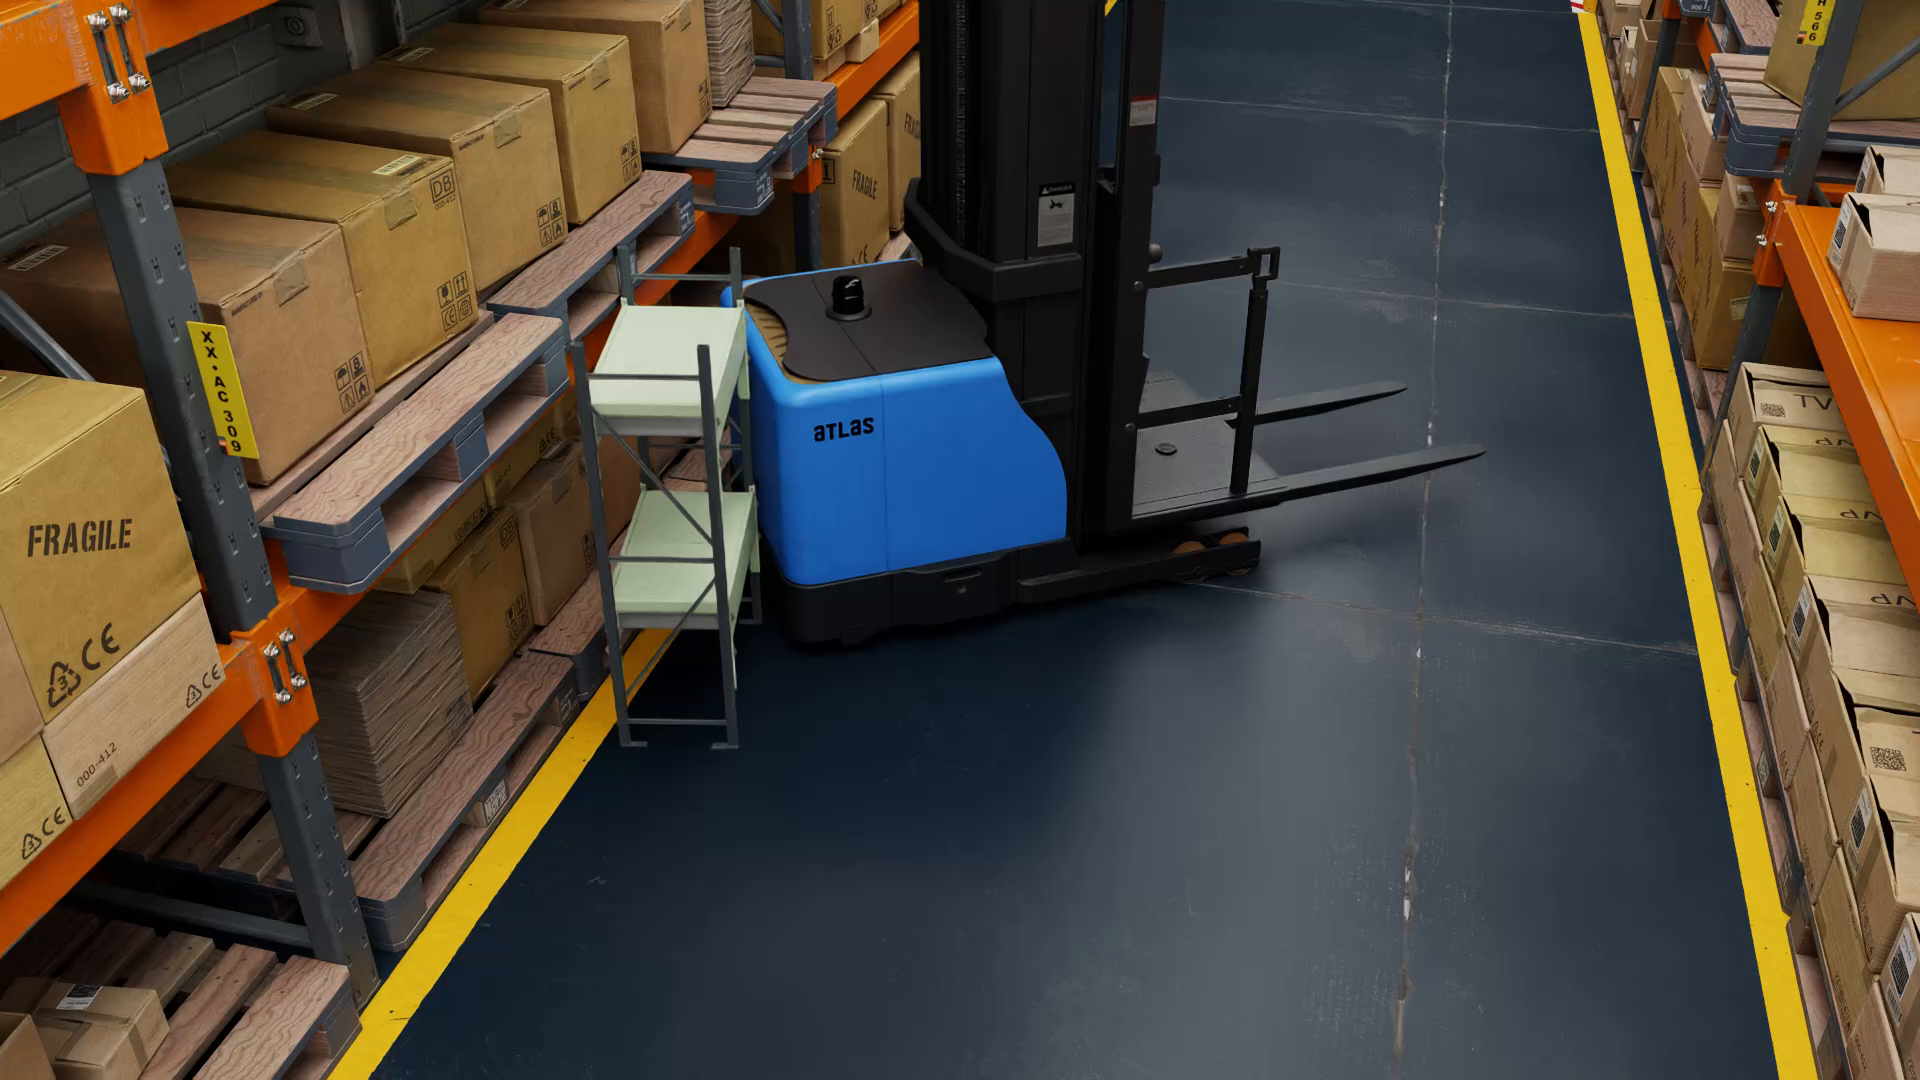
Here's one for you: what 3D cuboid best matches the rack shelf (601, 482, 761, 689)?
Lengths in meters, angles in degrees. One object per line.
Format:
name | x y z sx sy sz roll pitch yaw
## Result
rack shelf | -0.941 0.145 5.726 0.431 0.370 0.720 1 32 0

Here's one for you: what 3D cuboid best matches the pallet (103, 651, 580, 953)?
pallet | -1.955 0.741 5.388 1.003 0.211 1.213 8 33 12

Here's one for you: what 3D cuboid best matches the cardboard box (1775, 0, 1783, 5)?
cardboard box | 4.283 -2.805 7.882 0.700 0.500 0.500 0 32 0

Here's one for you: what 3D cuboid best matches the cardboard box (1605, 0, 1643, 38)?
cardboard box | 5.020 -3.849 12.162 0.500 0.250 0.500 8 33 12

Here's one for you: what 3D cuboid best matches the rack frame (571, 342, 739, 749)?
rack frame | -0.941 0.065 5.242 0.400 1.500 0.023 1 32 0

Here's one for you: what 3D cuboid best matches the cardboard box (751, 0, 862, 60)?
cardboard box | -0.765 -2.501 7.499 0.500 0.500 0.500 9 34 14

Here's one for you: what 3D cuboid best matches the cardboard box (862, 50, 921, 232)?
cardboard box | -0.594 -2.195 9.019 0.750 0.750 0.750 8 33 12

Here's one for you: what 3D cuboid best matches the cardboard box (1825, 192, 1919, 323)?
cardboard box | 3.242 -0.960 5.547 0.500 0.311 0.500 8 33 12

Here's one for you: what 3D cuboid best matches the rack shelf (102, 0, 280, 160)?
rack shelf | -1.644 -2.032 5.025 1.077 0.370 4.000 8 33 12

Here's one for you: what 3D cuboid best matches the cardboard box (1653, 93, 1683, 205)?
cardboard box | 4.188 -2.145 9.249 0.500 0.500 0.500 8 33 13

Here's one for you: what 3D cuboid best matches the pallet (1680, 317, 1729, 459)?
pallet | 3.882 -0.641 7.561 1.003 0.211 1.213 8 33 12

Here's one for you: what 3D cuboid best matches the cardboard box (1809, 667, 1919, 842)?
cardboard box | 2.722 0.608 4.646 0.500 0.311 0.500 8 33 12

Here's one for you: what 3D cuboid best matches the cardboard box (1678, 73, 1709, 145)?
cardboard box | 4.059 -2.221 8.669 0.500 0.250 0.500 8 33 12

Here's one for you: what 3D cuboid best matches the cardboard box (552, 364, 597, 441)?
cardboard box | -1.599 -0.619 6.149 0.500 0.250 0.500 8 33 12

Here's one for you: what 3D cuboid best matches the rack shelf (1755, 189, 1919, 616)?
rack shelf | 3.149 -0.094 4.772 1.077 0.370 4.000 8 33 12

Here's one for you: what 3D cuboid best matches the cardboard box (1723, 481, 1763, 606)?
cardboard box | 3.113 0.041 6.061 0.500 0.250 0.500 7 33 11

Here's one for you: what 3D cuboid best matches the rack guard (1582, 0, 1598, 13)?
rack guard | 5.667 -4.492 13.350 1.175 0.500 0.348 8 33 12

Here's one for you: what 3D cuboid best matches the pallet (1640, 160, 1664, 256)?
pallet | 4.502 -1.907 9.553 1.003 0.211 1.213 8 33 12

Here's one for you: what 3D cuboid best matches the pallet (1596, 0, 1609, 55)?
pallet | 5.466 -3.956 12.777 1.003 0.211 1.213 8 33 12

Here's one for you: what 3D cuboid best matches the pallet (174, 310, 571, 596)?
pallet | -1.817 -0.328 4.648 1.003 0.211 1.213 8 33 12

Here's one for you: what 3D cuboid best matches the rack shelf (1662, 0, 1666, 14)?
rack shelf | 5.179 -4.245 11.302 1.077 0.370 4.000 8 33 12

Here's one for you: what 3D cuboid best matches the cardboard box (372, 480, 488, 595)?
cardboard box | -1.872 -0.092 5.320 0.500 0.250 0.500 7 33 11

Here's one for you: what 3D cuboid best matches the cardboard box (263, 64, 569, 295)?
cardboard box | -1.703 -1.154 5.266 0.700 0.500 0.500 13 35 19

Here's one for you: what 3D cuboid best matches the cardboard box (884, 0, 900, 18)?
cardboard box | -0.529 -2.821 8.607 0.380 0.149 0.250 9 33 13

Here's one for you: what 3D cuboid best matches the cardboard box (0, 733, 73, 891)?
cardboard box | -2.113 0.567 3.183 0.500 0.250 0.500 8 33 13

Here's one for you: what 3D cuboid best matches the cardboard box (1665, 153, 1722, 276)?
cardboard box | 3.925 -1.625 8.430 0.500 0.500 0.500 7 33 11

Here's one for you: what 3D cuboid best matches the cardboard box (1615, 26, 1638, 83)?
cardboard box | 4.732 -3.285 11.218 0.500 0.311 0.500 8 33 12

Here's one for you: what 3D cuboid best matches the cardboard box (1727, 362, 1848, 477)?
cardboard box | 3.239 -0.457 6.321 0.500 0.311 0.500 9 34 14

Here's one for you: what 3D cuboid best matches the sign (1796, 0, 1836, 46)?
sign | 3.129 -1.959 6.031 0.100 0.325 0.005 8 33 12

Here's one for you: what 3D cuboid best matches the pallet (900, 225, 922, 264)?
pallet | -0.552 -1.961 9.638 1.003 0.211 1.213 8 33 12

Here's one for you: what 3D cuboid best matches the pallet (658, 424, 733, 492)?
pallet | -1.336 -0.526 7.380 1.003 0.211 1.213 8 33 12

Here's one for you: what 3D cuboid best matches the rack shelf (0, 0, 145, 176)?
rack shelf | -2.659 0.044 1.760 1.077 0.370 4.000 8 33 12

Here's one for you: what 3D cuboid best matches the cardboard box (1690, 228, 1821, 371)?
cardboard box | 3.667 -1.083 7.578 0.500 0.500 0.500 9 34 14

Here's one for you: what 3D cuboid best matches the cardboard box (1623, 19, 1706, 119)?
cardboard box | 4.542 -2.976 10.555 0.500 0.500 0.500 8 33 12

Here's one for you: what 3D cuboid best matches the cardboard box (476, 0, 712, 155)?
cardboard box | -1.361 -1.797 6.277 0.700 0.500 0.500 5 33 8

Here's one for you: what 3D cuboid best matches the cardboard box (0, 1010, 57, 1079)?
cardboard box | -2.376 1.381 3.701 0.500 0.500 0.500 6 33 9

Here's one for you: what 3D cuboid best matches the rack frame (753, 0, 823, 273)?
rack frame | -1.136 -2.108 7.269 1.000 3.000 0.127 8 33 12

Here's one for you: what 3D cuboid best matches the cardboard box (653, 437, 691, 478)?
cardboard box | -1.512 -0.606 6.828 0.700 0.500 0.500 8 33 12

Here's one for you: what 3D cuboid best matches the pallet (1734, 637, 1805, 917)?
pallet | 3.098 0.795 5.303 1.003 0.211 1.213 8 33 12

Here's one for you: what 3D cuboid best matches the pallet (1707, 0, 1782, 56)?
pallet | 4.145 -2.364 7.851 1.003 0.211 1.213 8 33 12

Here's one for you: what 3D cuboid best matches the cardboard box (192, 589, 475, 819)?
cardboard box | -1.980 0.453 5.161 0.700 0.500 0.500 9 34 14

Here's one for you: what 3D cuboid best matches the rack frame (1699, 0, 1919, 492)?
rack frame | 3.656 -1.435 6.212 1.000 3.000 0.127 8 33 12

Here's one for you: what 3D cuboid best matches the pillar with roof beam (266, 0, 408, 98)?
pillar with roof beam | 1.861 -3.496 3.862 9.100 9.000 0.400 8 33 12

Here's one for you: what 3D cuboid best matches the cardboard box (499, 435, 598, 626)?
cardboard box | -1.729 -0.081 6.002 0.700 0.500 0.500 8 33 13

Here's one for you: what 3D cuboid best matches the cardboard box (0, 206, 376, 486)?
cardboard box | -1.989 -0.519 4.268 0.700 0.500 0.500 8 33 13

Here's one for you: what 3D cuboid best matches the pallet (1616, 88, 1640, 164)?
pallet | 4.847 -2.690 10.785 1.003 0.211 1.213 8 33 12

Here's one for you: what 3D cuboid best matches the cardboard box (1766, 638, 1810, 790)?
cardboard box | 2.856 0.577 5.217 0.500 0.250 0.500 9 33 13

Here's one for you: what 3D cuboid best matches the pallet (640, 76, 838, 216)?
pallet | -1.214 -1.642 6.716 1.213 0.211 1.003 8 33 12

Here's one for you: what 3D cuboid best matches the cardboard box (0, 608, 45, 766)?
cardboard box | -2.093 0.254 2.977 0.500 0.500 0.500 8 33 12

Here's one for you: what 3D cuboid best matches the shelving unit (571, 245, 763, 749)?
shelving unit | -0.937 -0.131 5.551 0.431 1.500 0.755 1 32 0

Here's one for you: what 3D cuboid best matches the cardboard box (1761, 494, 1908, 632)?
cardboard box | 2.983 0.081 5.475 0.500 0.311 0.500 7 33 11

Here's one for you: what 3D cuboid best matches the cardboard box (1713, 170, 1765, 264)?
cardboard box | 3.677 -1.429 7.424 0.500 0.250 0.500 9 34 14

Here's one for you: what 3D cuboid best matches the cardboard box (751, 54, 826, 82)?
cardboard box | -0.829 -2.149 7.551 0.380 0.149 0.250 8 33 12

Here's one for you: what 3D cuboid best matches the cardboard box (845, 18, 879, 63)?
cardboard box | -0.607 -2.405 7.953 0.380 0.149 0.250 9 34 14

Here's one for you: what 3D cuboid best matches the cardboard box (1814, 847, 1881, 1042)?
cardboard box | 2.596 1.107 4.385 0.500 0.250 0.500 8 33 12

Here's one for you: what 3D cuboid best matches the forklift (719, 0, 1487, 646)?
forklift | 0.654 -1.320 6.095 3.031 2.935 1.130 -11 34 -16

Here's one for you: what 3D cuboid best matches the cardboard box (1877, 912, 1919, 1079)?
cardboard box | 2.467 1.138 3.813 0.500 0.311 0.500 8 33 12
